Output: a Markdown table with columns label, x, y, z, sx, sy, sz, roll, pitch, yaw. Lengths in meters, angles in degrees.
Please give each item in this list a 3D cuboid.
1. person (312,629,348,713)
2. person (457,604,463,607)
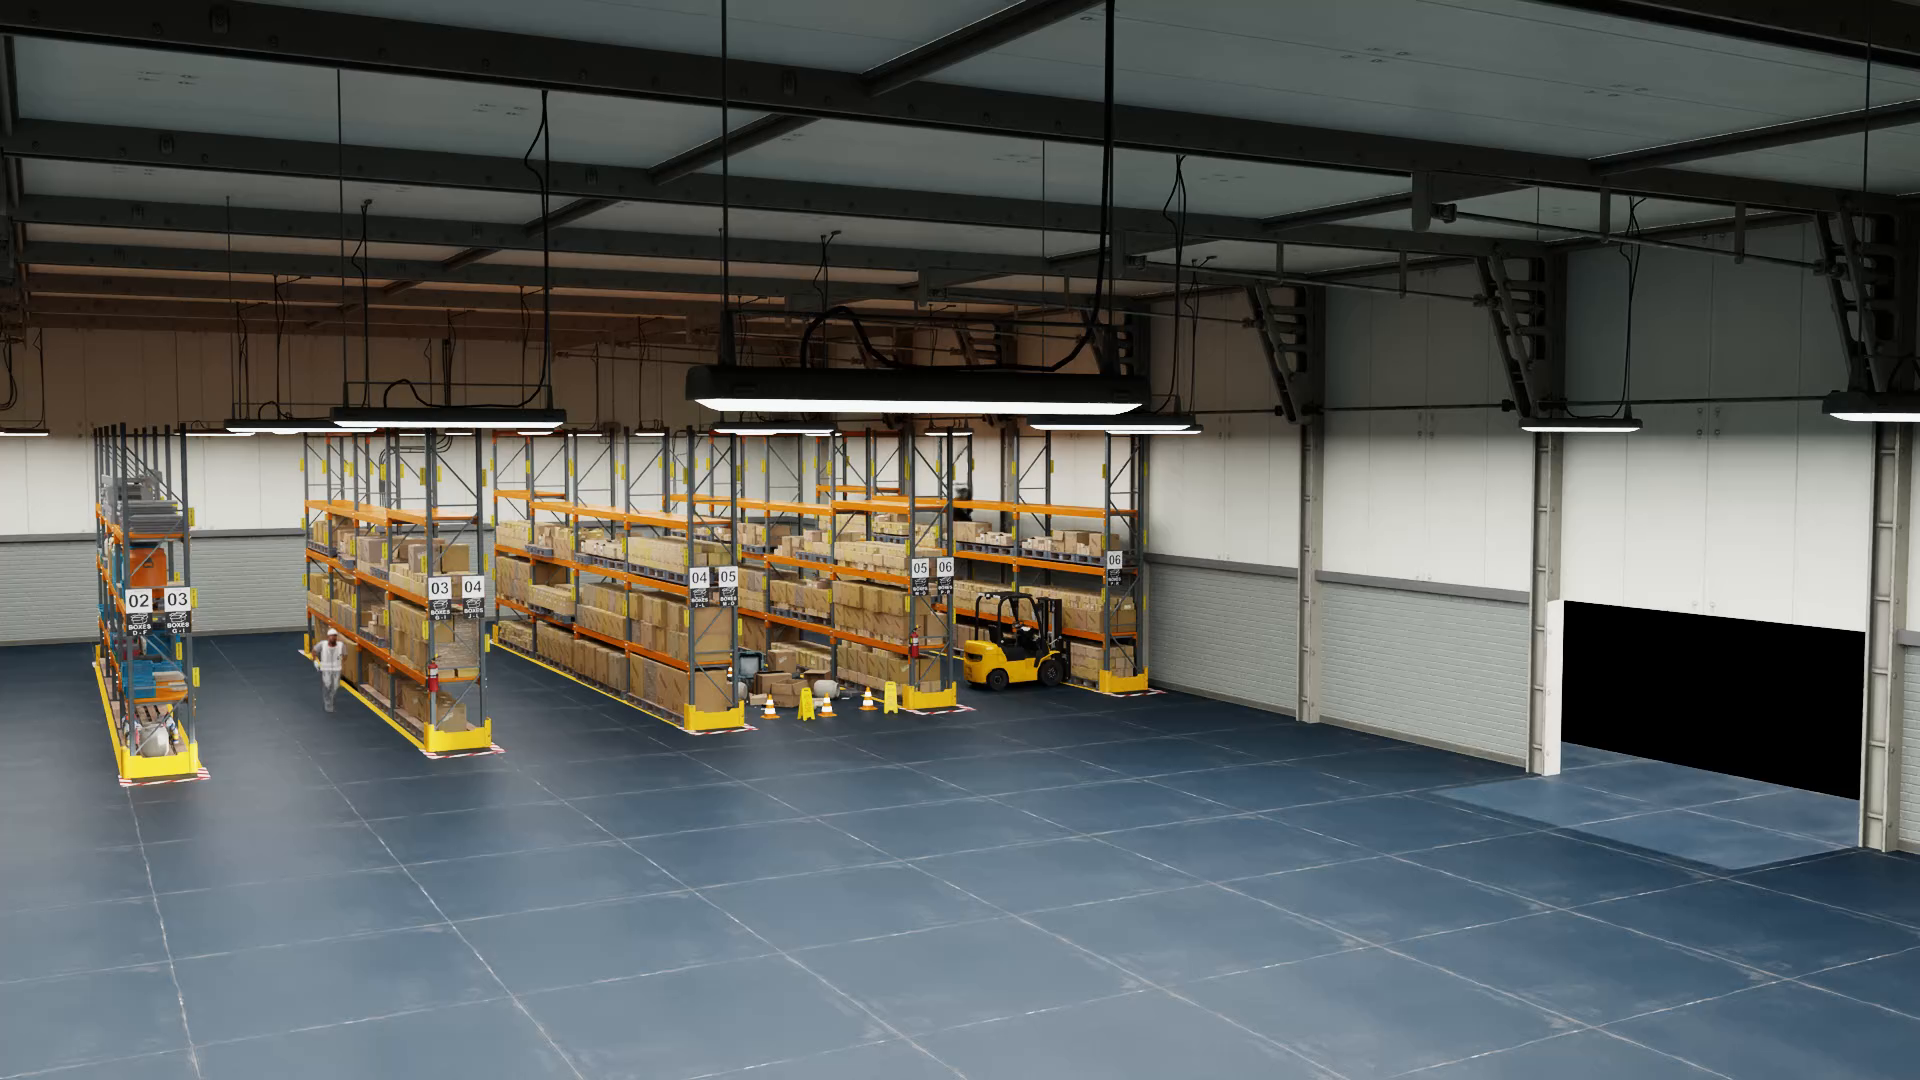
| label | x | y | z | sx | sy | sz | roll | pitch | yaw |
| --- | --- | --- | --- | --- | --- | --- | --- | --- | --- |
| person | -13.142 | 2.731 | 34.757 | 0.662 | 1.744 | 0.767 | -2 | 4 | -33 |
| person | -13.066 | 2.227 | 44.029 | 0.679 | 1.704 | 0.621 | -1 | 4 | -14 |
